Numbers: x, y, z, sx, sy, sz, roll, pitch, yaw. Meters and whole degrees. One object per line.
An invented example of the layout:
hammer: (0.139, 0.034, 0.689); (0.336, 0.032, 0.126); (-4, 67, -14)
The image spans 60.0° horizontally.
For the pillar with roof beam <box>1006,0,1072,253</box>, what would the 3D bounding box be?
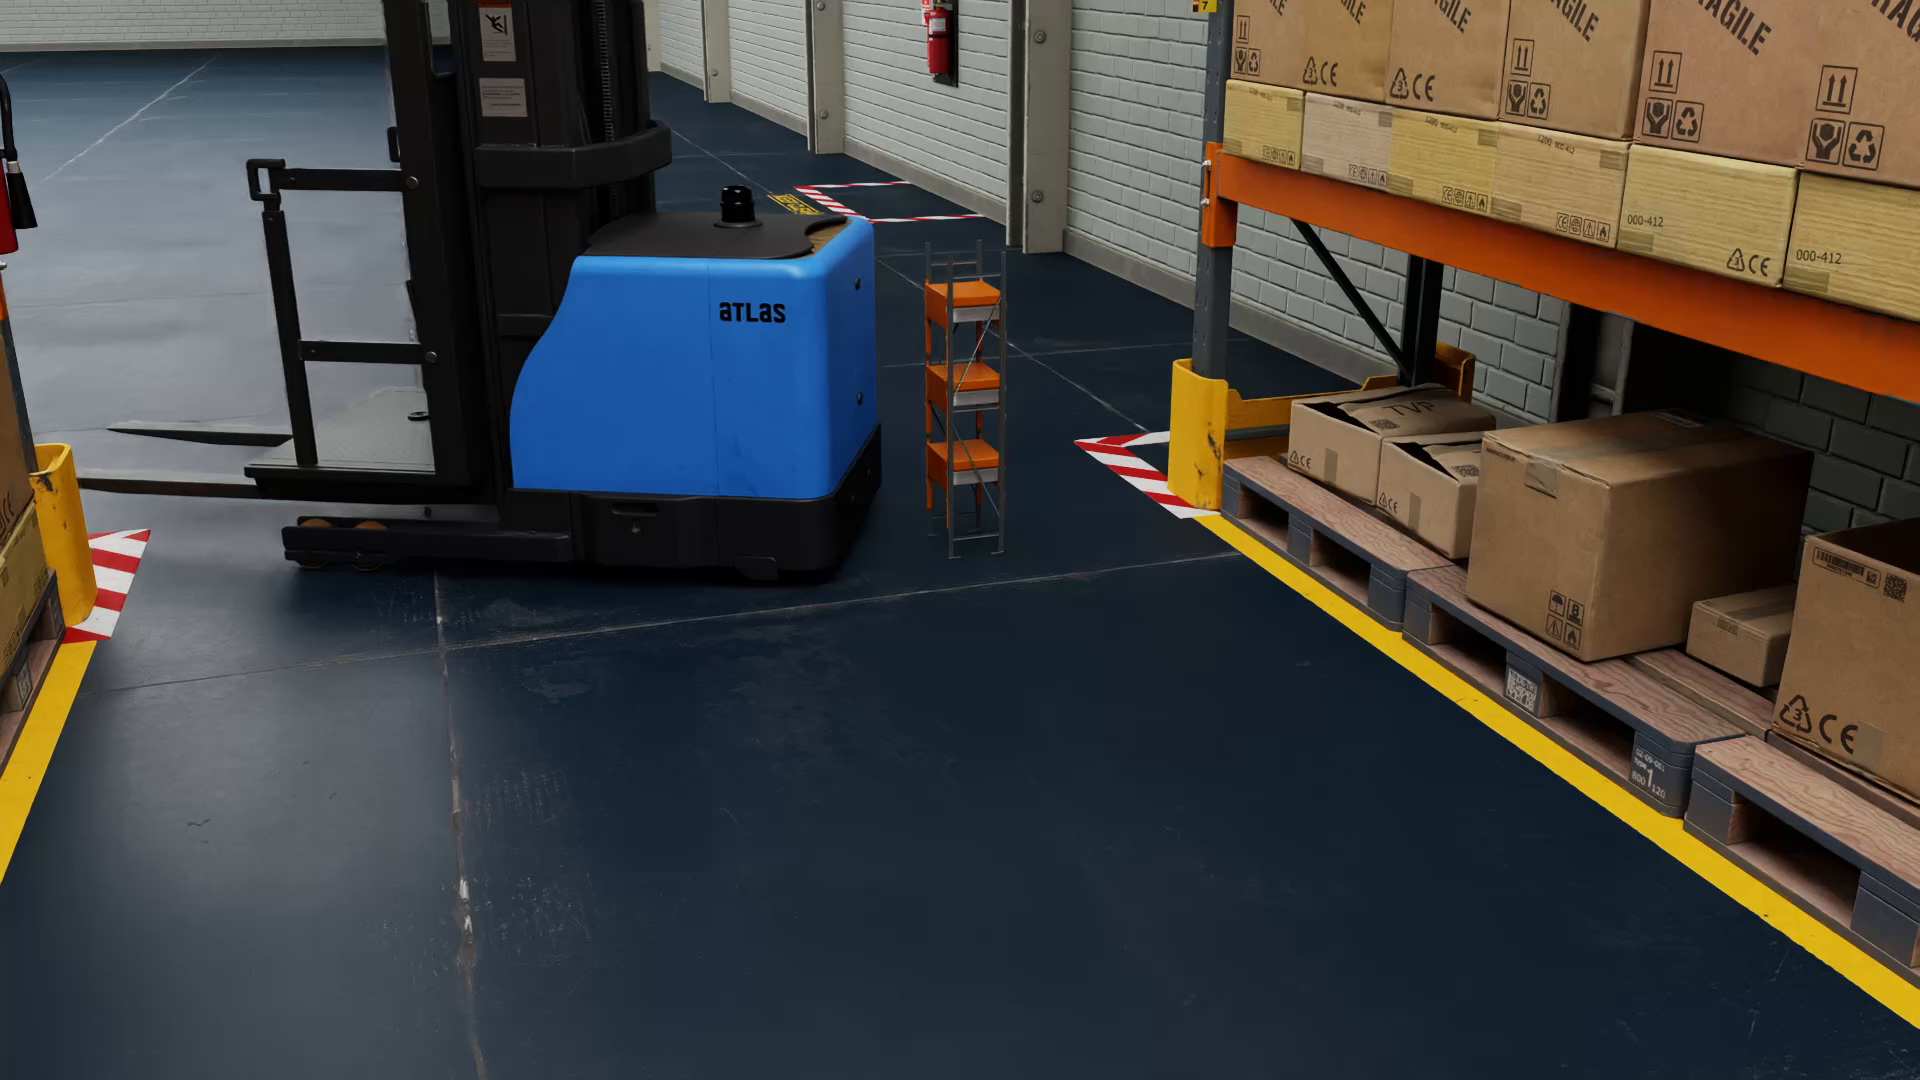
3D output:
pillar with roof beam: (-3.556, -5.817, 8.798); (9.100, 9.000, 0.400); (-6, 21, -17)

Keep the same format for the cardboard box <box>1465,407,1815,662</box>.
cardboard box: (1.870, -0.033, 4.619); (0.700, 0.500, 0.500); (-8, 21, -21)

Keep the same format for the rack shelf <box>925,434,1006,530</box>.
rack shelf: (0.017, -0.205, 5.789); (0.215, 0.259, 0.240); (-6, 21, -17)

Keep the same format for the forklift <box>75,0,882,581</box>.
forklift: (-1.853, -1.447, 5.610); (3.031, 2.935, 1.130); (2, 20, 7)

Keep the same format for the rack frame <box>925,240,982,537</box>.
rack frame: (-0.022, -0.516, 5.800); (0.200, 1.050, 0.008); (-6, 21, -17)

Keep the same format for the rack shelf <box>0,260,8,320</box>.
rack shelf: (-2.697, -0.150, 2.961); (1.077, 0.370, 4.000); (-6, 21, -17)

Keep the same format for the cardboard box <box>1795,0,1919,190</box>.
cardboard box: (2.029, -0.944, 3.192); (0.500, 0.500, 0.500); (-7, 21, -18)

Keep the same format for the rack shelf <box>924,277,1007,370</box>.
rack shelf: (0.017, -0.734, 5.599); (0.215, 0.259, 0.240); (-6, 21, -17)

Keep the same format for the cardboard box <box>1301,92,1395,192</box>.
cardboard box: (1.405, -1.241, 5.127); (0.500, 0.250, 0.500); (-7, 21, -19)

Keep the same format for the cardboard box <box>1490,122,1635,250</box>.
cardboard box: (1.716, -0.915, 4.218); (0.500, 0.250, 0.500); (-6, 21, -17)

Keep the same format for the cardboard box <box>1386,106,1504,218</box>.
cardboard box: (1.559, -1.077, 4.670); (0.500, 0.250, 0.500); (-7, 21, -18)

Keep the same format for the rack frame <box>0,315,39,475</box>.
rack frame: (-3.326, -1.130, 4.626); (1.000, 3.000, 0.127); (-6, 21, -17)

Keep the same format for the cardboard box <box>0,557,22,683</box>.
cardboard box: (-2.708, 0.266, 4.185); (0.500, 0.250, 0.500); (-6, 21, -17)

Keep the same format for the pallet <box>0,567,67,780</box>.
pallet: (-3.045, 0.423, 4.427); (1.003, 0.211, 1.213); (-6, 21, -17)

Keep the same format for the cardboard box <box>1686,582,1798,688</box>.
cardboard box: (2.149, 0.245, 4.364); (0.380, 0.149, 0.250); (-8, 21, -22)

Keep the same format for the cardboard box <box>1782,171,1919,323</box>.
cardboard box: (2.048, -0.594, 3.324); (0.500, 0.250, 0.500); (-6, 21, -17)

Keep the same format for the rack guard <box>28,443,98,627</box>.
rack guard: (-3.333, 0.038, 5.070); (1.175, 0.500, 0.348); (-6, 21, -17)

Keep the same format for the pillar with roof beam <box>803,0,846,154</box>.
pillar with roof beam: (-5.441, -7.742, 14.159); (9.100, 9.000, 0.400); (-6, 21, -17)

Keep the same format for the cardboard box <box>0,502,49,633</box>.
cardboard box: (-2.877, 0.107, 4.628); (0.500, 0.250, 0.500); (-6, 21, -17)

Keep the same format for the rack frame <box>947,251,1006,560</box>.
rack frame: (0.055, -0.438, 5.582); (0.200, 1.050, 0.008); (-6, 21, -17)

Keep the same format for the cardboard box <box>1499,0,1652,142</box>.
cardboard box: (1.716, -1.274, 4.109); (0.500, 0.500, 0.500); (-6, 21, -16)

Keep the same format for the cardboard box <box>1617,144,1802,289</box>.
cardboard box: (1.875, -0.753, 3.769); (0.500, 0.250, 0.500); (-7, 21, -18)

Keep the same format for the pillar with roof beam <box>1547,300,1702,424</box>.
pillar with roof beam: (-1.670, -3.891, 3.438); (9.100, 9.000, 0.400); (-6, 21, -17)

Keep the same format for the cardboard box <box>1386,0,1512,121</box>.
cardboard box: (1.543, -1.438, 4.567); (0.500, 0.500, 0.500); (-7, 21, -19)

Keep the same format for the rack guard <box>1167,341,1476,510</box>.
rack guard: (1.400, -0.457, 6.450); (1.175, 0.500, 0.348); (-6, 21, -17)

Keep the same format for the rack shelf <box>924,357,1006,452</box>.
rack shelf: (0.017, -0.467, 5.695); (0.215, 0.259, 0.240); (-6, 21, -17)

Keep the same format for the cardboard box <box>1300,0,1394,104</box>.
cardboard box: (1.386, -1.605, 5.030); (0.500, 0.500, 0.500); (-6, 21, -17)

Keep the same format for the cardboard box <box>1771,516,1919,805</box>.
cardboard box: (2.269, 0.266, 3.785); (0.500, 0.500, 0.500); (-8, 21, -21)

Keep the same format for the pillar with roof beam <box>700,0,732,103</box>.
pillar with roof beam: (-7.327, -9.667, 19.520); (9.100, 9.000, 0.400); (-6, 21, -17)

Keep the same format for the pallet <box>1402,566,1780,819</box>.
pallet: (2.001, 0.334, 4.674); (1.003, 0.211, 1.213); (-6, 21, -17)

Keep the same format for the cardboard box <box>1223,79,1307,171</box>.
cardboard box: (1.228, -1.406, 5.587); (0.500, 0.250, 0.500); (-7, 21, -19)

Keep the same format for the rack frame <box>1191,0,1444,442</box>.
rack frame: (1.376, -1.658, 6.095); (1.000, 3.000, 0.127); (-6, 21, -17)

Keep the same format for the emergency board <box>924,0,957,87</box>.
emergency board: (-0.209, -4.248, 13.305); (0.194, 1.169, 0.643); (-6, 21, -17)

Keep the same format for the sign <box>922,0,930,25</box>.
sign: (-0.285, -4.453, 13.824); (0.001, 0.329, 0.234); (-6, 21, -17)

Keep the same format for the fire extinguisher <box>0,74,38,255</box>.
fire extinguisher: (-2.922, -1.181, 4.882); (0.296, 0.674, 0.183); (-6, 21, -17)

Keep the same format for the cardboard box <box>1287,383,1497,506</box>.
cardboard box: (1.508, -0.368, 5.830); (0.500, 0.311, 0.500); (-9, 22, -23)

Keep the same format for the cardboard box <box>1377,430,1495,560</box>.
cardboard box: (1.687, -0.185, 5.321); (0.500, 0.311, 0.500); (-5, 20, -13)

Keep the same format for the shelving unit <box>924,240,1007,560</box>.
shelving unit: (0.017, -0.477, 5.691); (0.215, 1.050, 0.252); (-6, 21, -17)

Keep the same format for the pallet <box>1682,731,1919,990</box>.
pallet: (2.388, 0.726, 3.582); (1.003, 0.211, 1.213); (-6, 21, -17)

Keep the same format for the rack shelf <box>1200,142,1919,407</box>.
rack shelf: (2.004, -0.678, 4.430); (1.077, 0.370, 4.000); (-6, 21, -17)

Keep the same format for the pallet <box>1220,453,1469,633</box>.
pallet: (1.622, -0.057, 5.762); (1.003, 0.211, 1.213); (-6, 21, -17)

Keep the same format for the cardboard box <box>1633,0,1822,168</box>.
cardboard box: (1.881, -1.107, 3.645); (0.500, 0.500, 0.500); (-7, 21, -19)

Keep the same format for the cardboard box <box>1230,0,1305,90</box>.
cardboard box: (1.241, -1.765, 5.475); (0.500, 0.500, 0.500); (-6, 21, -17)

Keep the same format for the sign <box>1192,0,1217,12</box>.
sign: (0.861, -2.008, 5.788); (0.100, 0.325, 0.005); (-6, 21, -17)

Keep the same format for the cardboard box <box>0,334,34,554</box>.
cardboard box: (-2.875, -0.246, 4.502); (0.500, 0.500, 0.500); (-6, 21, -17)

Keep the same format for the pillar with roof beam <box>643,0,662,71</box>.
pillar with roof beam: (-9.213, -11.593, 24.880); (9.100, 9.000, 0.400); (-6, 21, -17)
